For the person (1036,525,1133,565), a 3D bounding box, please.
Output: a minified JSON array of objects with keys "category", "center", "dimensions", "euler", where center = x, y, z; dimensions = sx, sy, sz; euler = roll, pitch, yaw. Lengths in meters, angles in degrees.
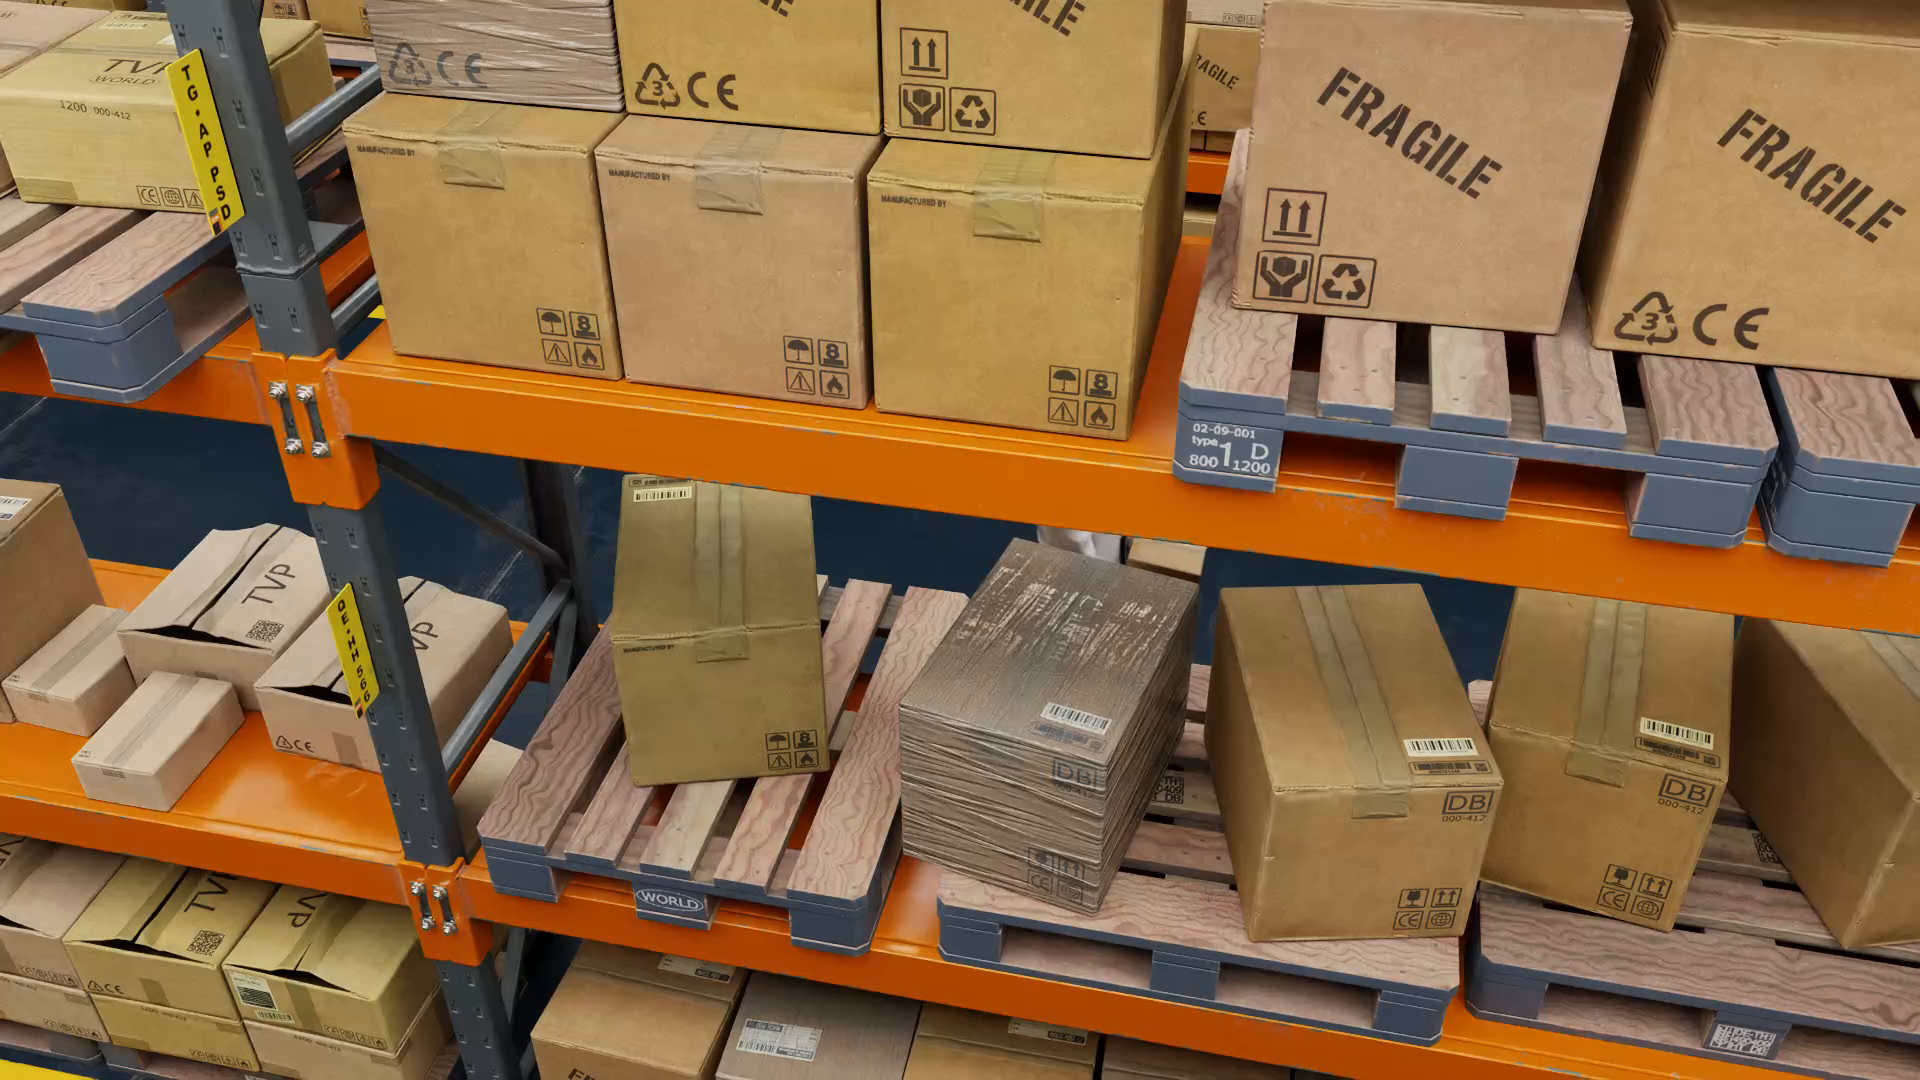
[{"category":"person","center":[0.519,0.234,5.846],"dimensions":[0.563,1.770,0.529],"euler":[8,37,11]}]
